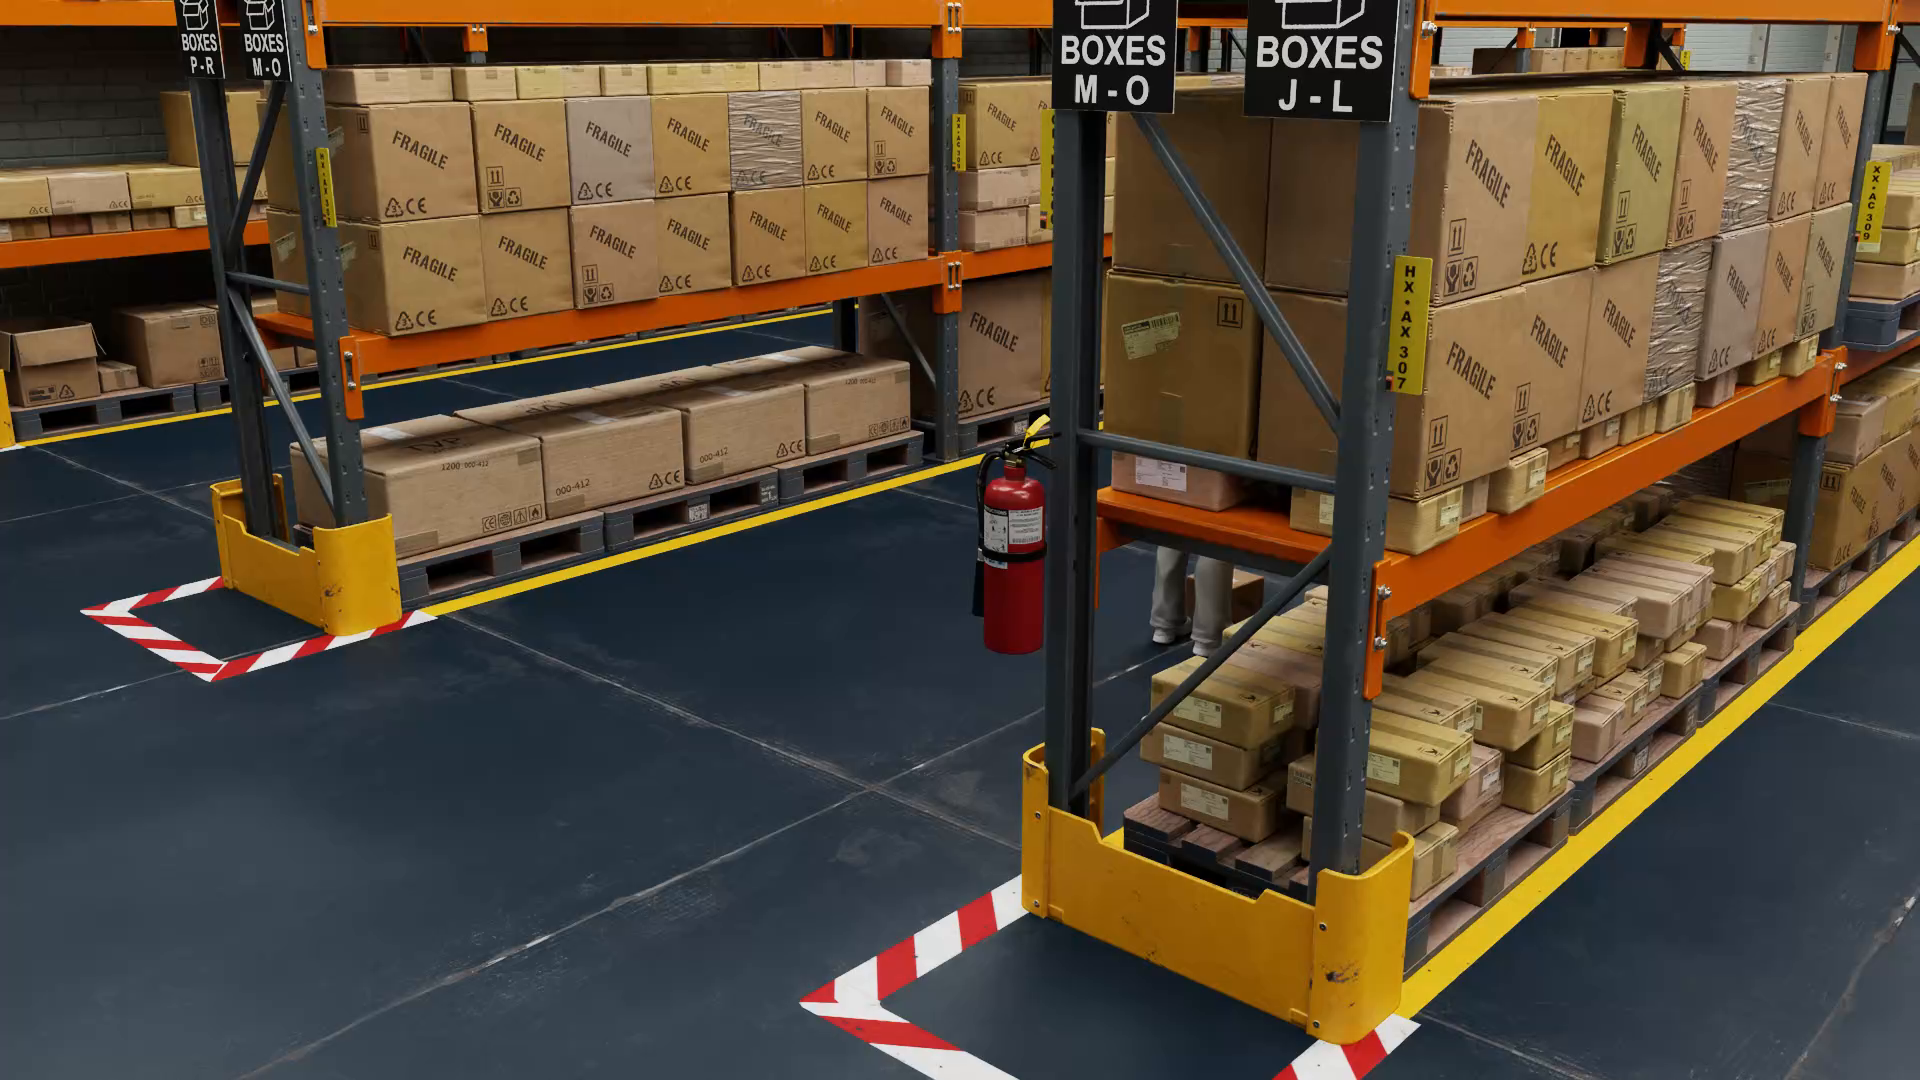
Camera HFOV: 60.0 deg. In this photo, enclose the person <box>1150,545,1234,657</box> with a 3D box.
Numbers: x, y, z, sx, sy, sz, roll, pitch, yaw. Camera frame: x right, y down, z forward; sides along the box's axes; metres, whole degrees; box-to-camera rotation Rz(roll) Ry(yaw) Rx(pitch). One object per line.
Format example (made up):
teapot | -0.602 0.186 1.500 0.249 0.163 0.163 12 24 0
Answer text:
person | 1.019 -0.344 7.172 0.509 1.671 0.361 16 23 42
